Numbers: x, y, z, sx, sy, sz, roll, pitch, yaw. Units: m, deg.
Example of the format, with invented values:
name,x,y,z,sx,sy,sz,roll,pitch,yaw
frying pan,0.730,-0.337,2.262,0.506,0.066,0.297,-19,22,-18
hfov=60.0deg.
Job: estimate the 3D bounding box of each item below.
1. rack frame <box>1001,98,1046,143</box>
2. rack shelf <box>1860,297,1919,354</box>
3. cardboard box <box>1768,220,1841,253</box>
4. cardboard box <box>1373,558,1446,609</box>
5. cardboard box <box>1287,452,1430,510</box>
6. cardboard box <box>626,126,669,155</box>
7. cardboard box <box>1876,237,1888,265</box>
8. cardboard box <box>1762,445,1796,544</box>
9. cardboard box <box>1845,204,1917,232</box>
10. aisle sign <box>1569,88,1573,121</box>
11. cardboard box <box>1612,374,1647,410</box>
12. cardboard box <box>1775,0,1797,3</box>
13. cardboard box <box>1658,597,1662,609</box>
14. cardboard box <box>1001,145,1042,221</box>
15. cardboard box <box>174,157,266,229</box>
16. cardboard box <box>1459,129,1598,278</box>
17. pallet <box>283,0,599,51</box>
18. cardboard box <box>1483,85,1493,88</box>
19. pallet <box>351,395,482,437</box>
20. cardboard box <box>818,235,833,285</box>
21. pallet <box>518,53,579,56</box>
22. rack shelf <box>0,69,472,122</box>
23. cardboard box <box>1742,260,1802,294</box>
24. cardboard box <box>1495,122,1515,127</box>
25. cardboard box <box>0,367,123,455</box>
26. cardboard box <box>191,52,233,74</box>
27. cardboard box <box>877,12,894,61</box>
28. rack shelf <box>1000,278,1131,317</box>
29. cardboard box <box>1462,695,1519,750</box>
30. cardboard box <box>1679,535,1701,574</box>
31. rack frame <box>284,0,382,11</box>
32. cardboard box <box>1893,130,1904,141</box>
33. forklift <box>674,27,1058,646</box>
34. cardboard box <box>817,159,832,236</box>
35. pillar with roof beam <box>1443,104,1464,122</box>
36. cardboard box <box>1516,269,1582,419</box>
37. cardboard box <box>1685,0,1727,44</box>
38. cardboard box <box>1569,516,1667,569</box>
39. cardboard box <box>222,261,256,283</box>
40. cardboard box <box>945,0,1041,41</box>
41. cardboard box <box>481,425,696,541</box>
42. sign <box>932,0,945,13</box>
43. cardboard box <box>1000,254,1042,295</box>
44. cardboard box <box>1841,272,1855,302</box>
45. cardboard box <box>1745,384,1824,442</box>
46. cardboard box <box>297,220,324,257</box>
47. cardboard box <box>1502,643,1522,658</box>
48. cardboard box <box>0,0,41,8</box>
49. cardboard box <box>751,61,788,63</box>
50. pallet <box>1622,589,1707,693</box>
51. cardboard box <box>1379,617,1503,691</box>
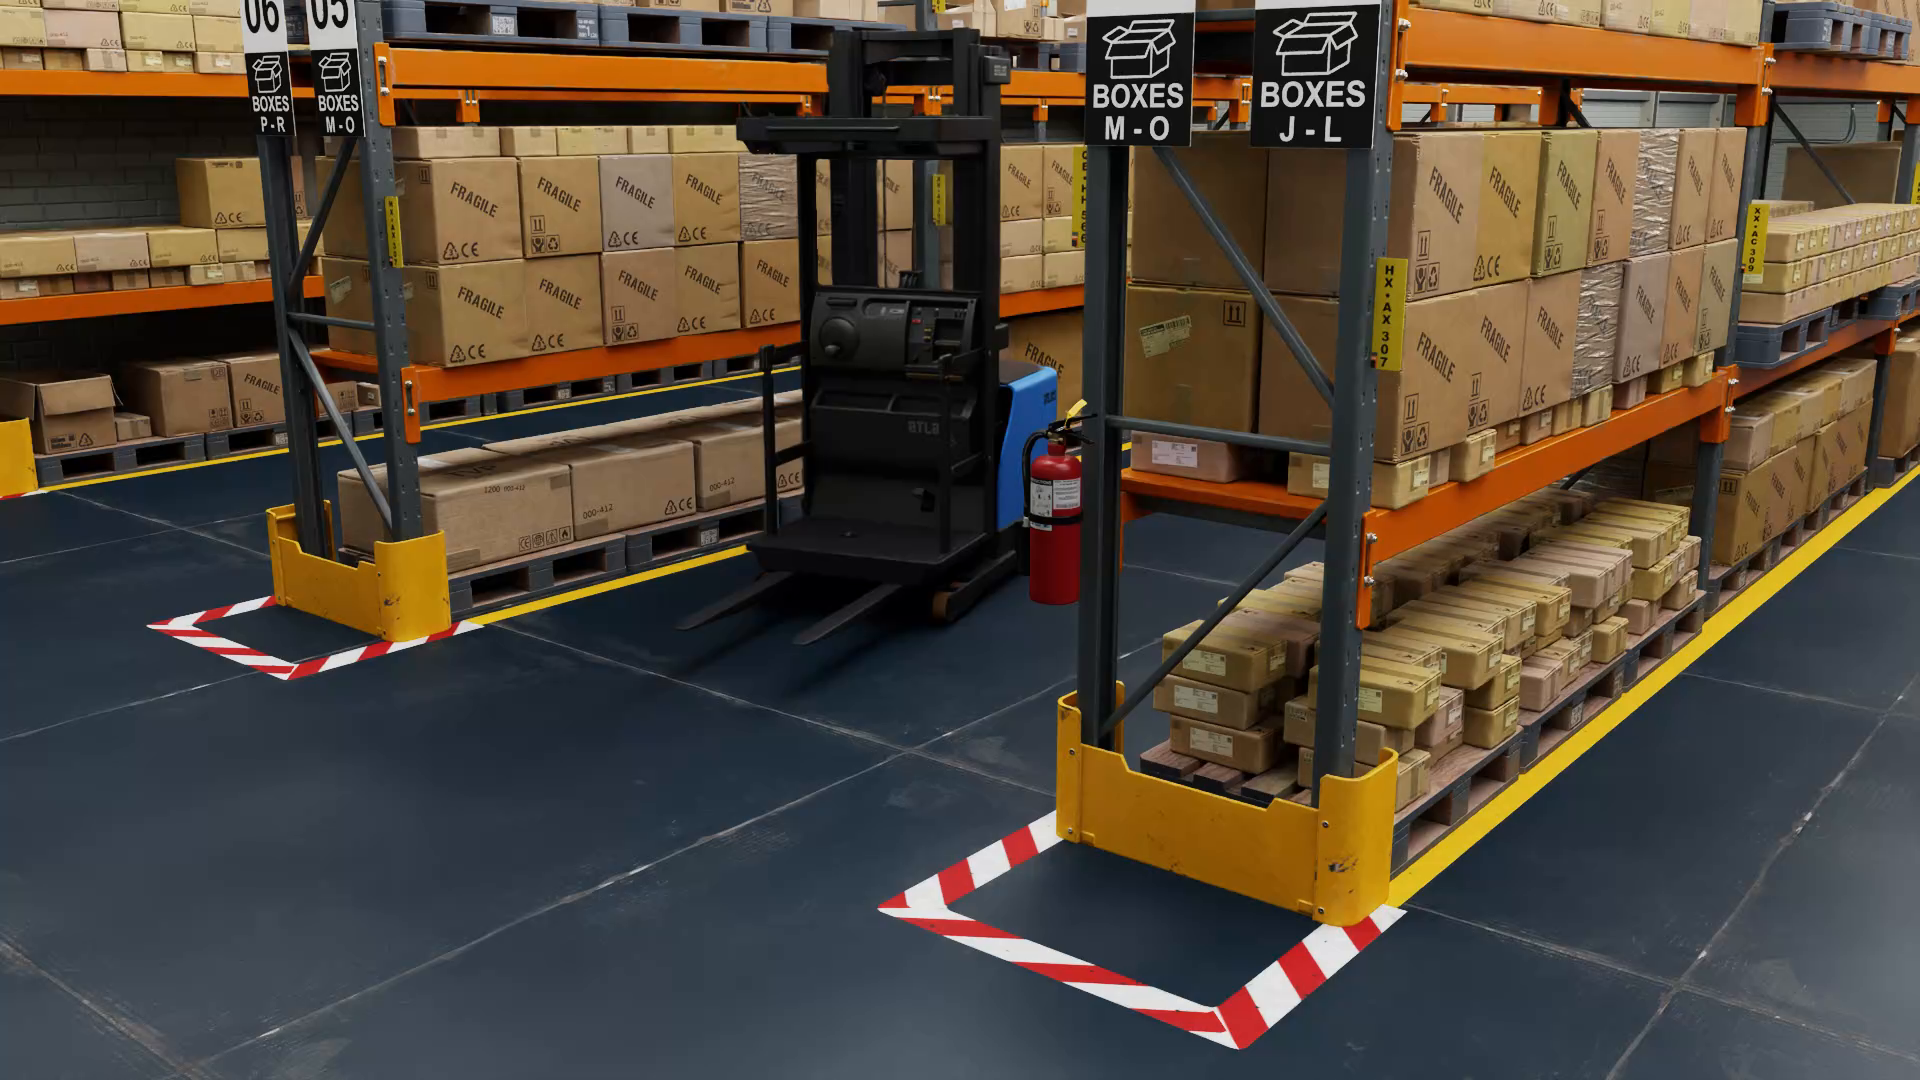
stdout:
name,x,y,z,sx,sy,sz,roll,pitch,yaw
rack frame,0.598,-4.138,20.320,1.000,3.000,0.127,11,18,38
rack shelf,7.117,-1.892,12.940,1.077,0.370,4.000,11,18,38
cardboard box,4.444,-1.617,8.844,0.380,0.149,0.250,11,18,37
cardboard box,1.824,0.182,7.044,0.380,0.149,0.250,11,18,36
cardboard box,1.291,-0.215,5.389,0.380,0.149,0.250,11,18,37
cardboard box,-1.816,-2.191,9.105,0.380,0.149,0.250,11,18,38
cardboard box,5.258,-1.721,9.860,0.380,0.149,0.250,11,18,37
cardboard box,4.348,-0.286,9.380,0.500,0.500,0.500,12,19,40
cardboard box,5.749,-2.015,10.413,0.380,0.149,0.250,11,18,37
aisle sign,7.239,-5.364,19.864,0.394,0.787,0.004,11,18,38
cardboard box,2.729,-0.669,7.174,0.380,0.149,0.250,10,18,35
cardboard box,3.670,-2.853,8.114,0.700,0.500,0.500,11,18,38
cardboard box,3.137,0.251,7.980,0.380,0.149,0.250,12,18,39
cardboard box,0.231,-2.513,11.689,0.500,0.500,0.500,11,18,37
cardboard box,-5.507,-2.607,12.472,0.500,0.500,0.500,12,18,39
cardboard box,1.978,-1.242,6.081,0.500,0.500,0.500,11,18,36
pallet,-2.623,-2.627,8.460,1.003,0.211,1.213,11,18,38
cardboard box,5.490,-4.922,17.823,0.380,0.149,0.250,11,18,36
pallet,-4.863,-1.123,14.115,1.003,0.211,1.213,11,18,38
cardboard box,-0.979,-1.659,10.359,0.500,0.500,0.500,11,18,36
pallet,-3.966,-4.083,14.391,1.213,0.211,1.003,11,18,38
rack shelf,-5.687,-3.328,12.500,1.077,0.370,4.000,11,18,38
cardboard box,3.952,-1.322,8.288,0.380,0.149,0.250,12,18,38
cardboard box,5.581,-4.285,18.060,0.700,0.500,0.500,11,18,36
cardboard box,-6.486,-0.936,11.932,0.797,0.503,0.637,10,18,35
cardboard box,-5.524,-3.476,12.130,0.380,0.149,0.250,11,18,38
cardboard box,-1.032,-5.339,17.697,0.700,0.500,0.500,11,18,36
rack shelf,0.690,-1.873,12.864,1.077,0.370,4.000,11,18,38
cardboard box,1.908,0.658,6.377,0.380,0.149,0.250,12,18,38
cardboard box,3.396,0.052,8.160,0.380,0.149,0.250,12,18,39
rack frame,-3.081,-3.980,7.514,1.000,3.000,0.127,11,18,38
cardboard box,8.633,-3.285,14.465,0.875,0.550,0.550,11,18,38
forklift,-0.434,-1.114,8.555,1.130,2.935,3.031,6,15,21
cardboard box,-0.974,-2.143,10.231,0.500,0.500,0.500,11,18,37
pillar with roof beam,12.864,-9.450,29.044,9.100,9.000,0.400,11,18,38
cardboard box,1.964,-0.760,6.215,0.500,0.500,0.500,12,18,38
cardboard box,2.925,-2.243,7.074,0.500,0.250,0.500,11,18,37
cardboard box,3.045,0.010,7.719,0.380,0.149,0.250,11,18,37
cardboard box,-5.526,-2.031,12.537,0.380,0.149,0.250,12,18,39
cardboard box,0.212,-3.668,11.322,0.500,0.500,0.500,11,18,37
cardboard box,-2.176,-0.353,9.770,0.875,0.438,0.875,12,18,39
sign,-0.135,-3.496,10.488,0.100,0.325,0.005,11,18,38
cardboard box,0.239,-1.909,11.848,0.500,0.250,0.500,11,18,36
cardboard box,4.768,-1.429,9.312,0.380,0.149,0.250,11,18,37
cardboard box,4.673,-0.747,9.673,0.500,0.250,0.500,12,19,40
cardboard box,-5.188,-2.350,12.984,0.500,0.250,0.500,11,18,37
cardboard box,2.001,0.445,6.610,0.380,0.149,0.250,10,17,35
cardboard box,-6.470,-3.654,11.006,0.500,0.250,0.500,11,18,37
cardboard box,-2.050,-4.617,16.419,0.500,0.250,0.500,11,18,36
pallet,2.952,0.394,8.144,1.003,0.211,1.213,11,18,38
cardboard box,1.764,0.416,6.120,0.380,0.149,0.250,11,18,37
